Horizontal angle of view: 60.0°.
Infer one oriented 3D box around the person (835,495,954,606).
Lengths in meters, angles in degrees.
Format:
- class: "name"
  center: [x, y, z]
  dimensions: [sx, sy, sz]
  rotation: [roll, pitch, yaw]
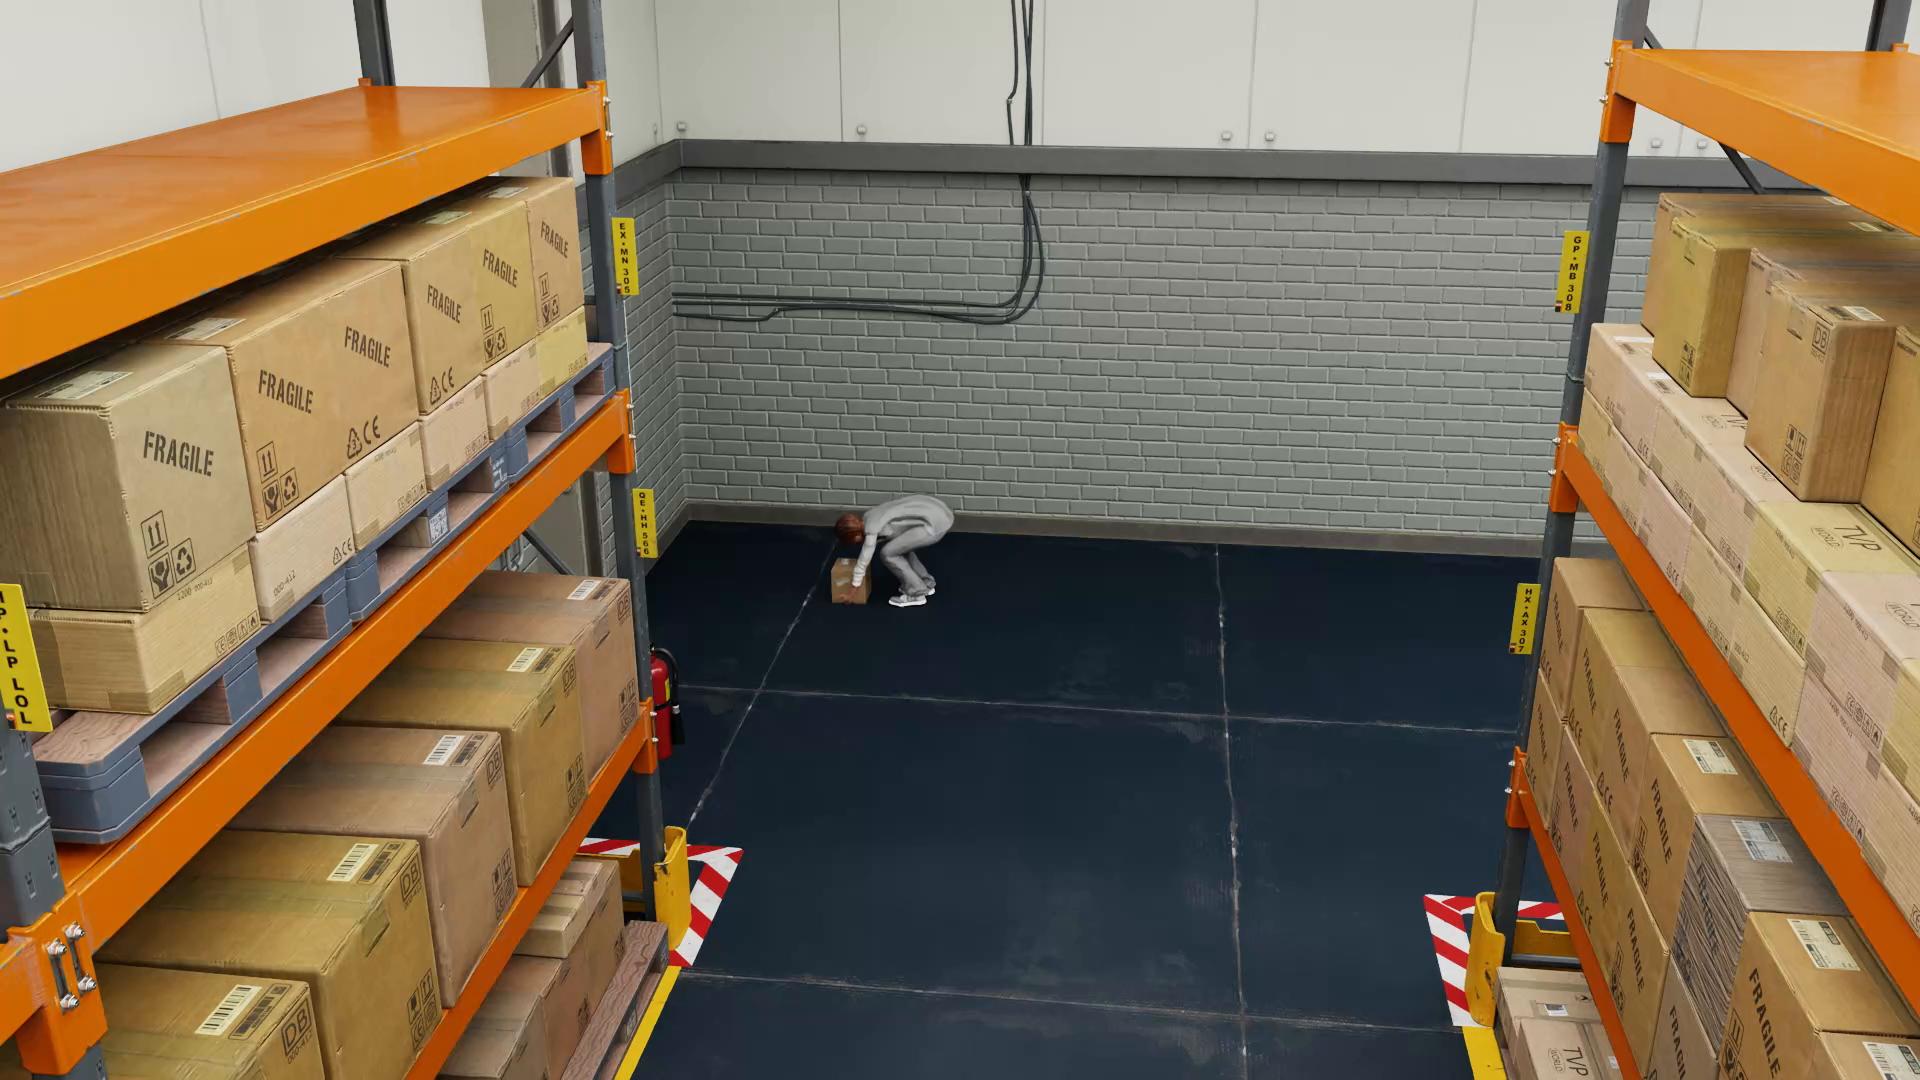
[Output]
- class: "person"
  center: [-0.473, 0.071, 12.034]
  dimensions: [0.864, 0.808, 0.425]
  rotation: [2, 22, 4]
